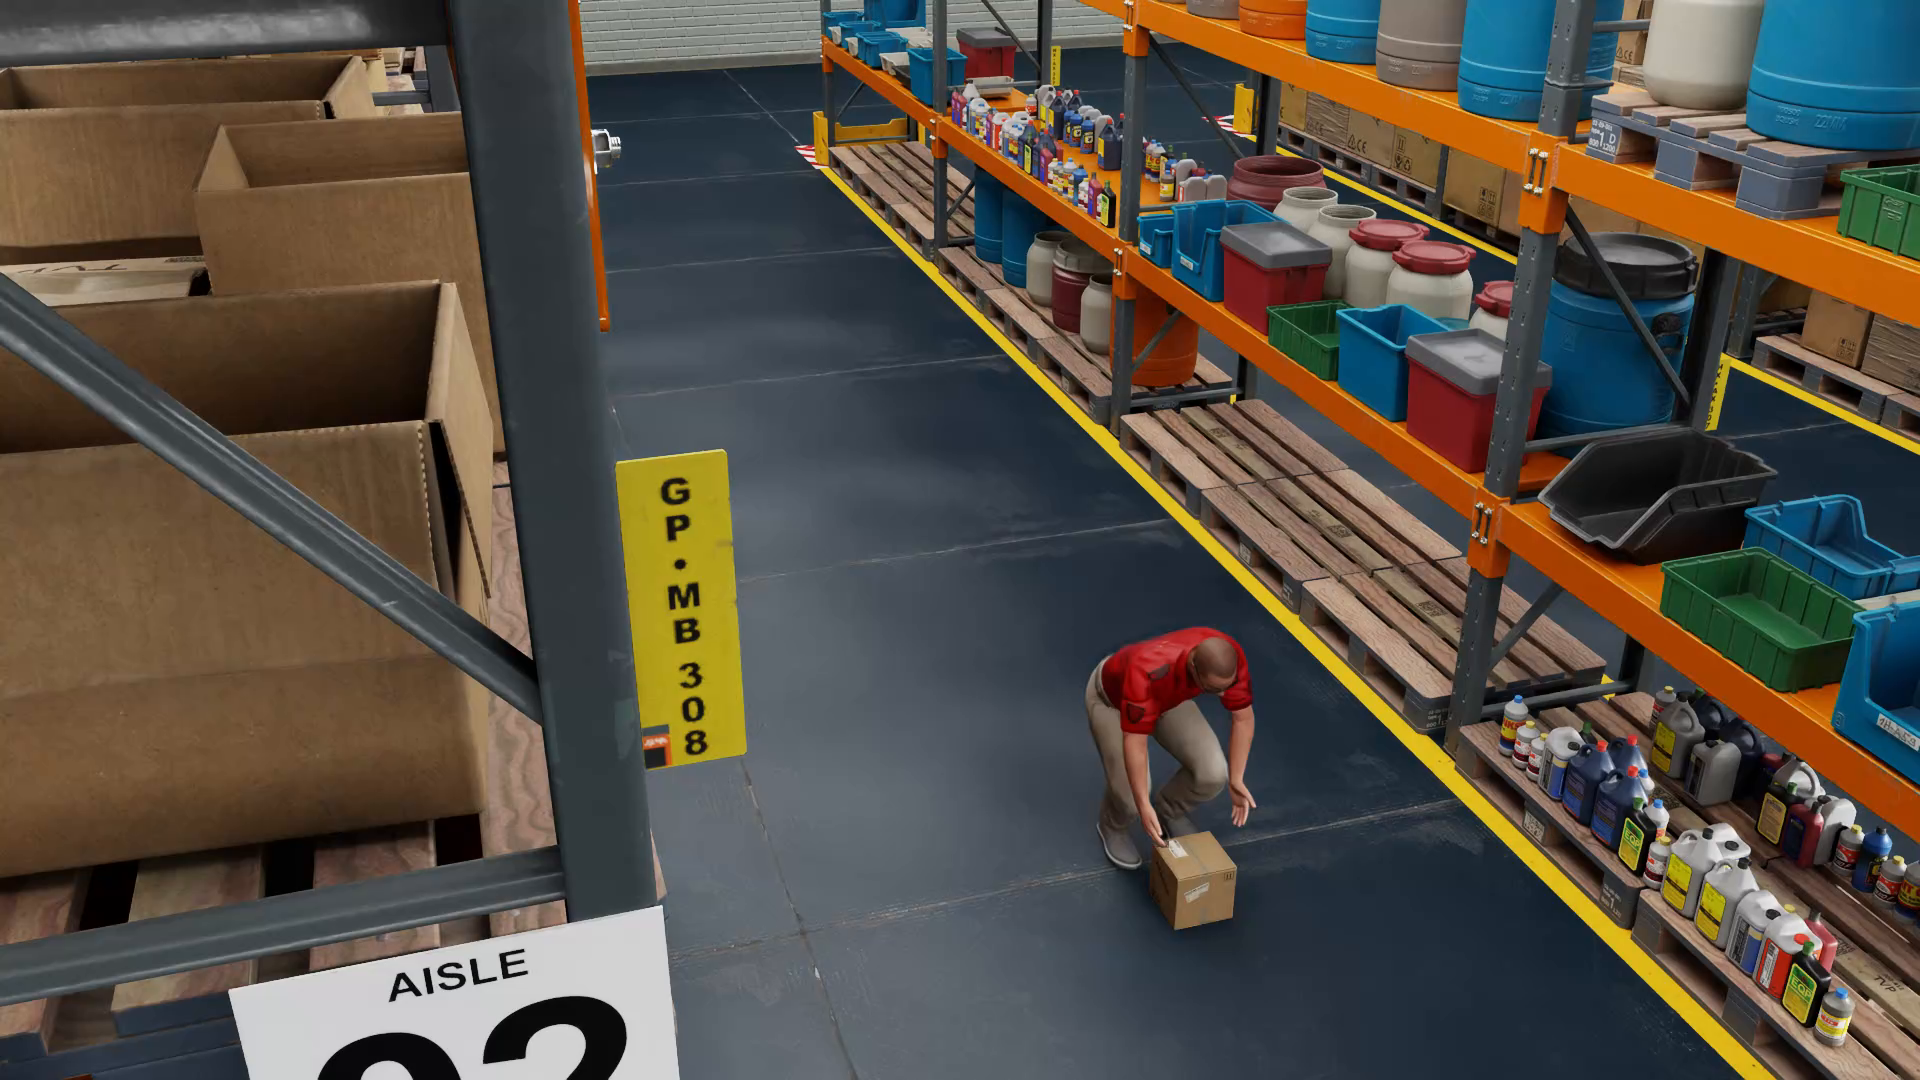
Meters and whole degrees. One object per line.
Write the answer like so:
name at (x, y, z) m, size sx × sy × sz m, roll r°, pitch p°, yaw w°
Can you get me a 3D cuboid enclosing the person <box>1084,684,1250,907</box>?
person at (0.843, 0.919, 6.724) m, size 0.553 × 0.889 × 0.860 m, roll -8°, pitch 27°, yaw -16°
